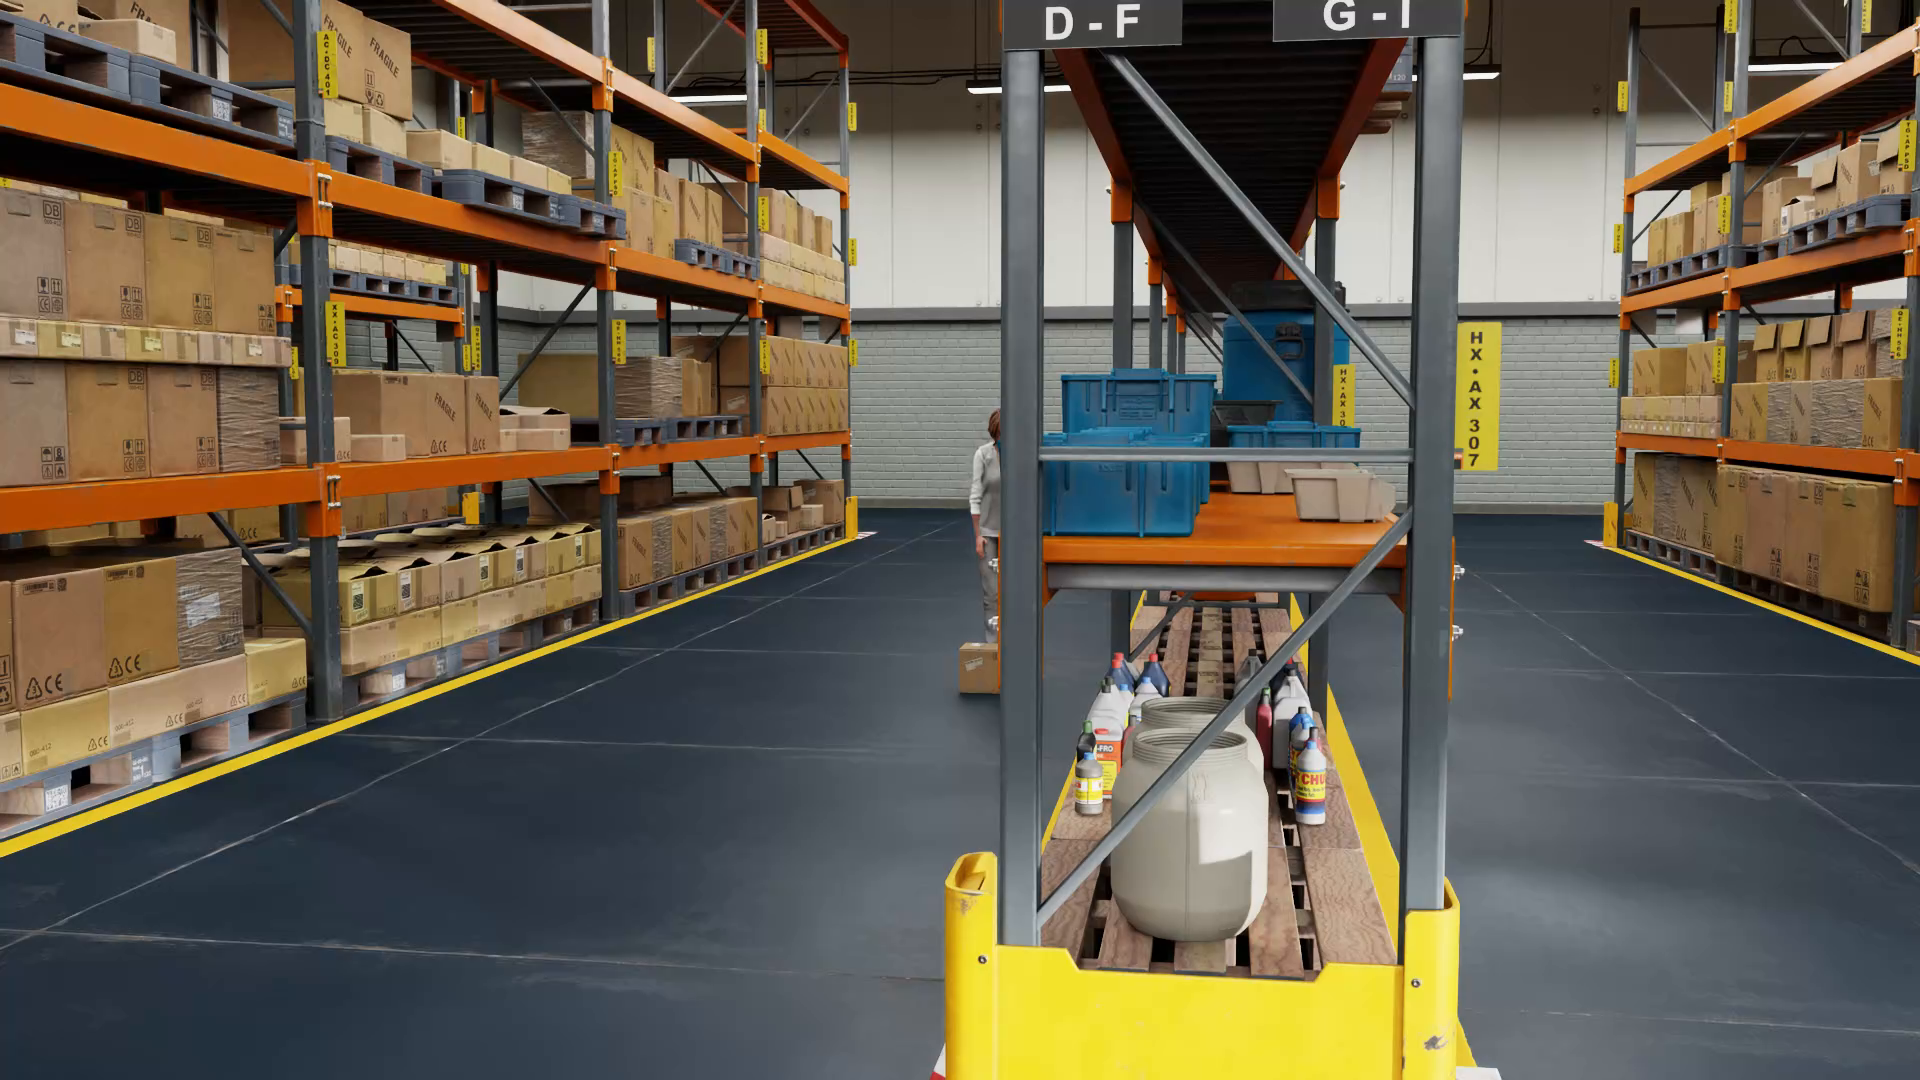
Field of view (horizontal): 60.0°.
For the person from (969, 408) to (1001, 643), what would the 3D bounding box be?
[{"bbox_3d":[0.272,0.022,9.906,0.428,1.558,0.544,-1,5,-8],"label":"person"}]
